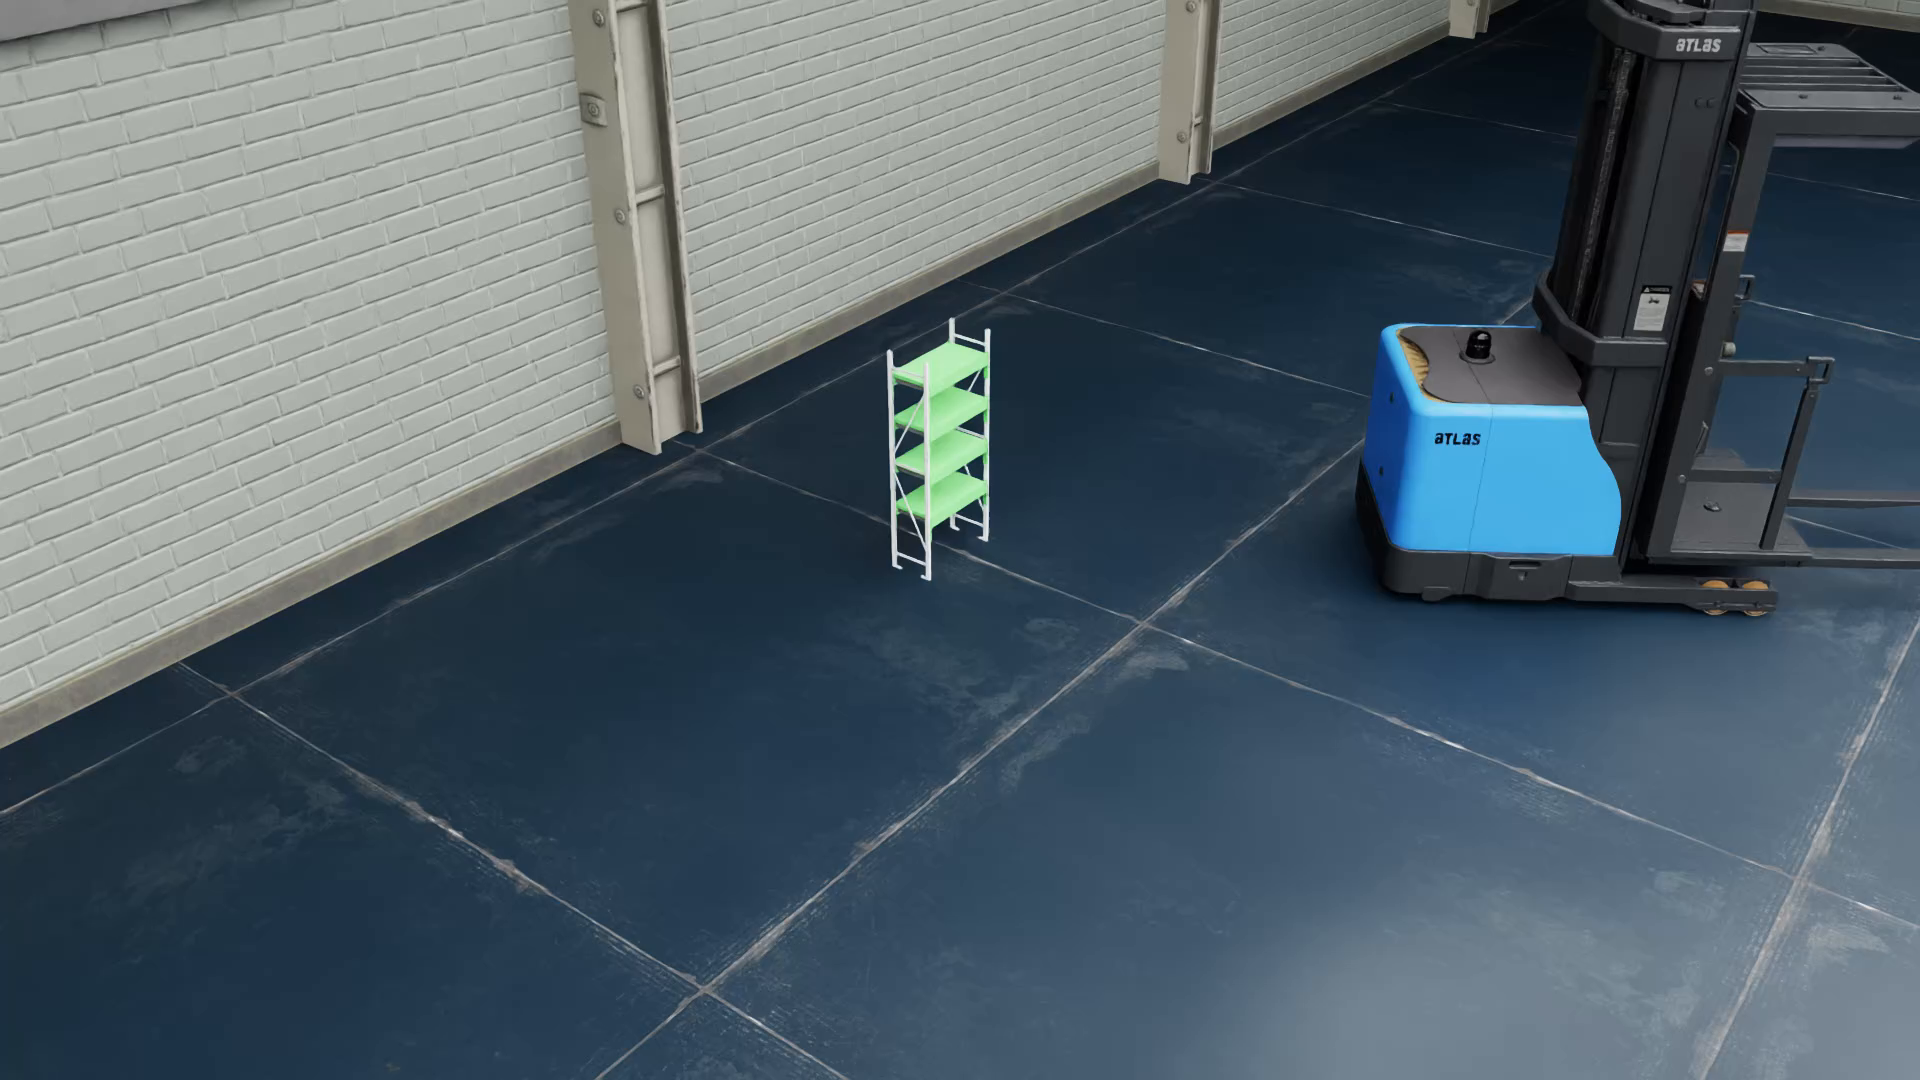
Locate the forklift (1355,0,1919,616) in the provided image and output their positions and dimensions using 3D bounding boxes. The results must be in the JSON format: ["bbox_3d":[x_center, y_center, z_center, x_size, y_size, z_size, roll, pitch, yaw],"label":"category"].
[{"bbox_3d":[3.626,-1.169,7.848,3.031,2.935,1.130,1,31,2],"label":"forklift"}]

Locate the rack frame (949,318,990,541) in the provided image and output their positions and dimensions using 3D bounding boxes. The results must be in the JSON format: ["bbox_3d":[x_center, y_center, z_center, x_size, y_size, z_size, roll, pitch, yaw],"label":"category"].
[{"bbox_3d":[0.047,-0.548,8.498,0.240,1.200,0.015,21,37,31],"label":"rack frame"}]

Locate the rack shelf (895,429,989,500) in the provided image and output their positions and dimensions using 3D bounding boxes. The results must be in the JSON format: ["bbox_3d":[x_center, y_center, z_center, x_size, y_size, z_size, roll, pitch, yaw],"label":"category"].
[{"bbox_3d":[-0.100,-0.394,8.363,0.258,0.148,0.480,21,37,31],"label":"rack shelf"}]

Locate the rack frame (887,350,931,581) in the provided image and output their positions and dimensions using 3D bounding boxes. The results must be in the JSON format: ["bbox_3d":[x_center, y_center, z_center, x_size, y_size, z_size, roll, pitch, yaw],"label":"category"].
[{"bbox_3d":[-0.247,-0.350,8.163,0.240,1.200,0.015,21,37,31],"label":"rack frame"}]

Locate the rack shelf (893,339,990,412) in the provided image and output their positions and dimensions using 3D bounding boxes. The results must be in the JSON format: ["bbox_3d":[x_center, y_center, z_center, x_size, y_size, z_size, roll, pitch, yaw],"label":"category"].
[{"bbox_3d":[-0.100,-0.807,8.118,0.258,0.148,0.480,21,37,31],"label":"rack shelf"}]

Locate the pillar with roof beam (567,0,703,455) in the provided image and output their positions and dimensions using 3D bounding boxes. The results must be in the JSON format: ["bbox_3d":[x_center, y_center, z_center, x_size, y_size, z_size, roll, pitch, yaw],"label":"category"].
[{"bbox_3d":[1.675,-3.161,5.258,9.100,9.000,0.400,21,37,31],"label":"pillar with roof beam"}]

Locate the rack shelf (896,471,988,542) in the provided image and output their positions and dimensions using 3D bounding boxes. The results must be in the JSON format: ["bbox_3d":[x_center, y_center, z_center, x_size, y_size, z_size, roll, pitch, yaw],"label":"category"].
[{"bbox_3d":[-0.100,-0.187,8.485,0.258,0.148,0.480,21,37,31],"label":"rack shelf"}]

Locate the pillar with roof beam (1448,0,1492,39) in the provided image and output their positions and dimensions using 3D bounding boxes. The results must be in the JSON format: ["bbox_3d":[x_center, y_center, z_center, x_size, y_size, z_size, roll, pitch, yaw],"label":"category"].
[{"bbox_3d":[8.919,-8.039,13.488,9.100,9.000,0.400,21,37,31],"label":"pillar with roof beam"}]

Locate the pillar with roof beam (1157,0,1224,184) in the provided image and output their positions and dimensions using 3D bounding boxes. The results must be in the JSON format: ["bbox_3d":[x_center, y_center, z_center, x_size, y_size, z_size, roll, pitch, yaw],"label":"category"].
[{"bbox_3d":[5.297,-5.600,9.373,9.100,9.000,0.400,21,37,31],"label":"pillar with roof beam"}]

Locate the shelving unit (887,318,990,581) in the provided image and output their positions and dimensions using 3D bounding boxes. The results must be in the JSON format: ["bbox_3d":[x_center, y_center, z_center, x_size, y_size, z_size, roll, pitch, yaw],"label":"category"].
[{"bbox_3d":[-0.100,-0.449,8.331,0.258,1.200,0.503,21,37,31],"label":"shelving unit"}]

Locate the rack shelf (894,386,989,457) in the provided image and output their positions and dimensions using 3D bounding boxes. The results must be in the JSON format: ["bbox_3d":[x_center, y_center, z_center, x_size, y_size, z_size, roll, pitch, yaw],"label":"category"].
[{"bbox_3d":[-0.100,-0.600,8.241,0.258,0.148,0.480,21,37,31],"label":"rack shelf"}]
